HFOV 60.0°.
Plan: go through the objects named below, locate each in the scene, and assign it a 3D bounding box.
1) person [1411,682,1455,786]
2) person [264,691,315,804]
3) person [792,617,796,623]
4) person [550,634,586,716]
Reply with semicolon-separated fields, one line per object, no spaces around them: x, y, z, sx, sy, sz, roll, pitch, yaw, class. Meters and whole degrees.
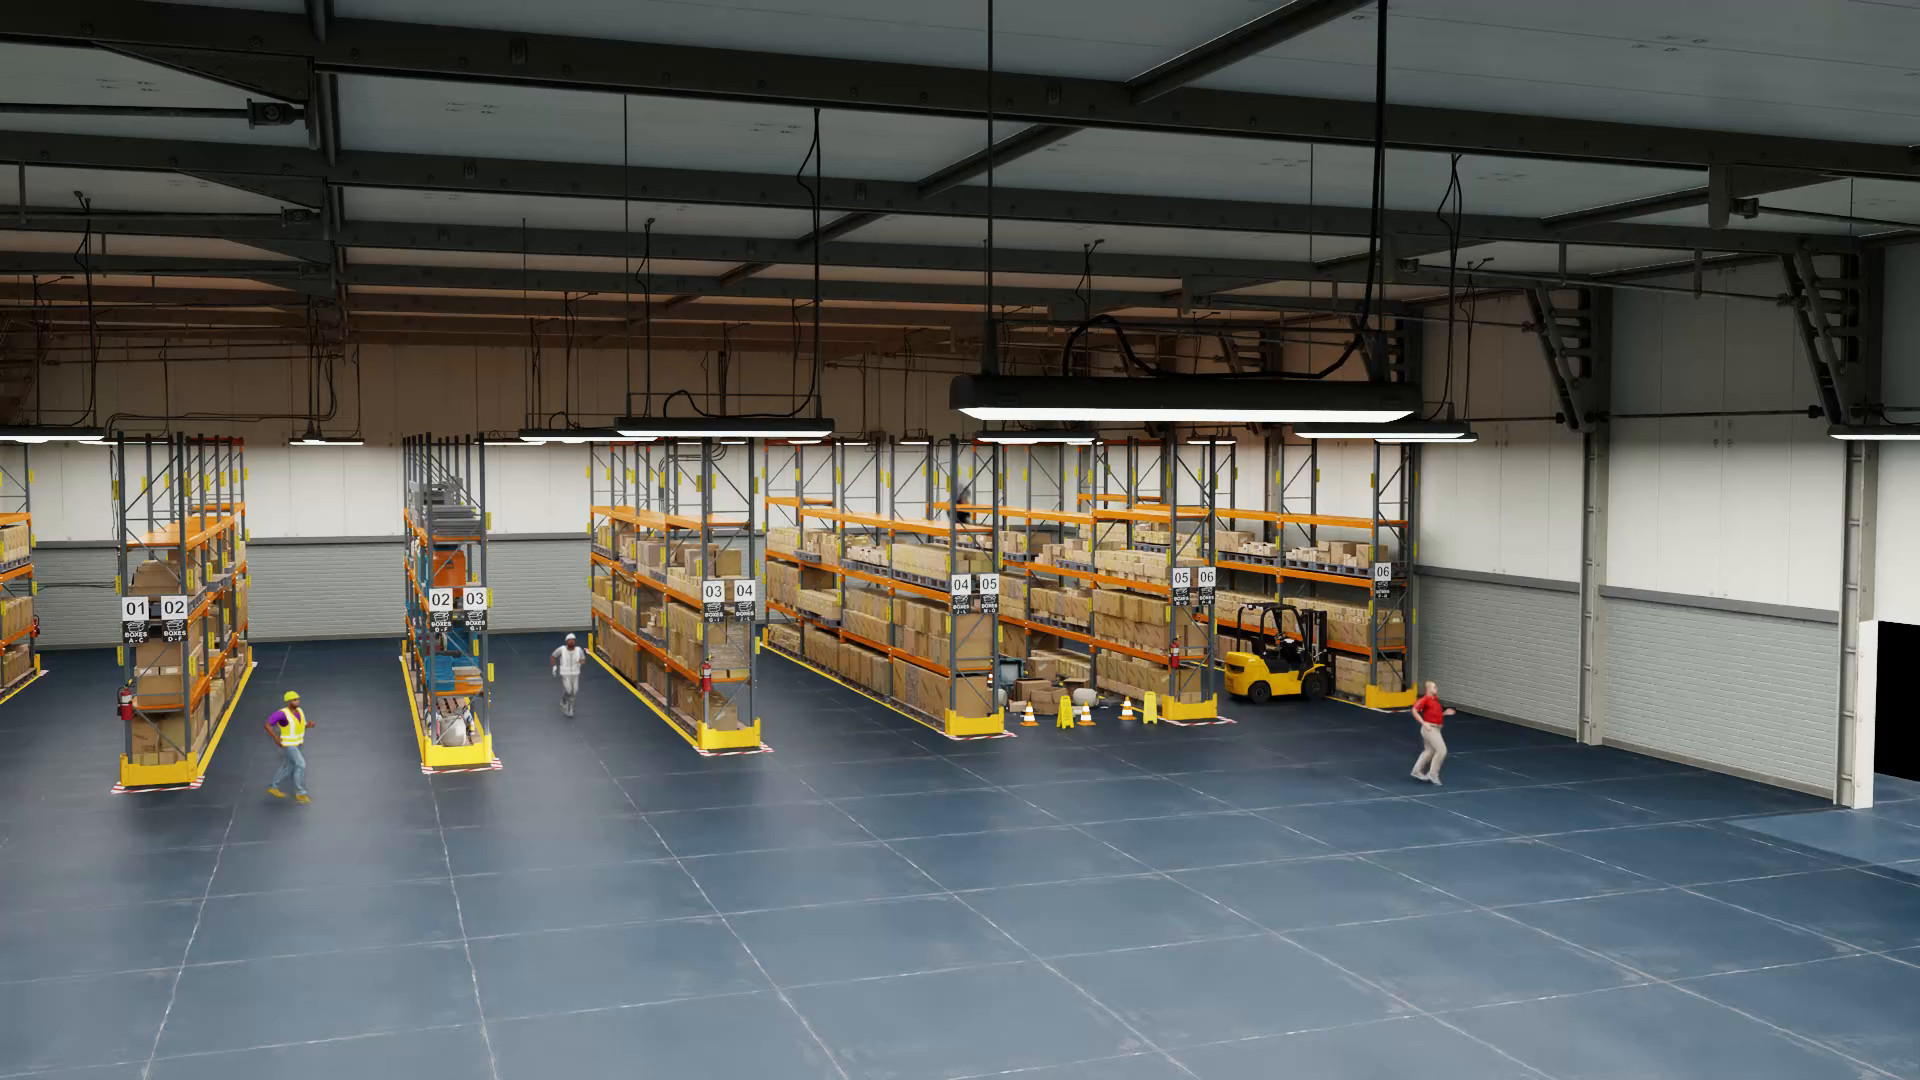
8.046;3.305;28.319;0.725;1.790;0.637;1;3;25;person
-10.838;3.353;26.936;0.807;1.828;0.666;0;3;7;person
-4.845;2.149;49.731;0.530;1.613;0.607;1;3;23;person
-8.285;2.874;35.361;0.681;1.753;0.663;-2;4;-31;person
